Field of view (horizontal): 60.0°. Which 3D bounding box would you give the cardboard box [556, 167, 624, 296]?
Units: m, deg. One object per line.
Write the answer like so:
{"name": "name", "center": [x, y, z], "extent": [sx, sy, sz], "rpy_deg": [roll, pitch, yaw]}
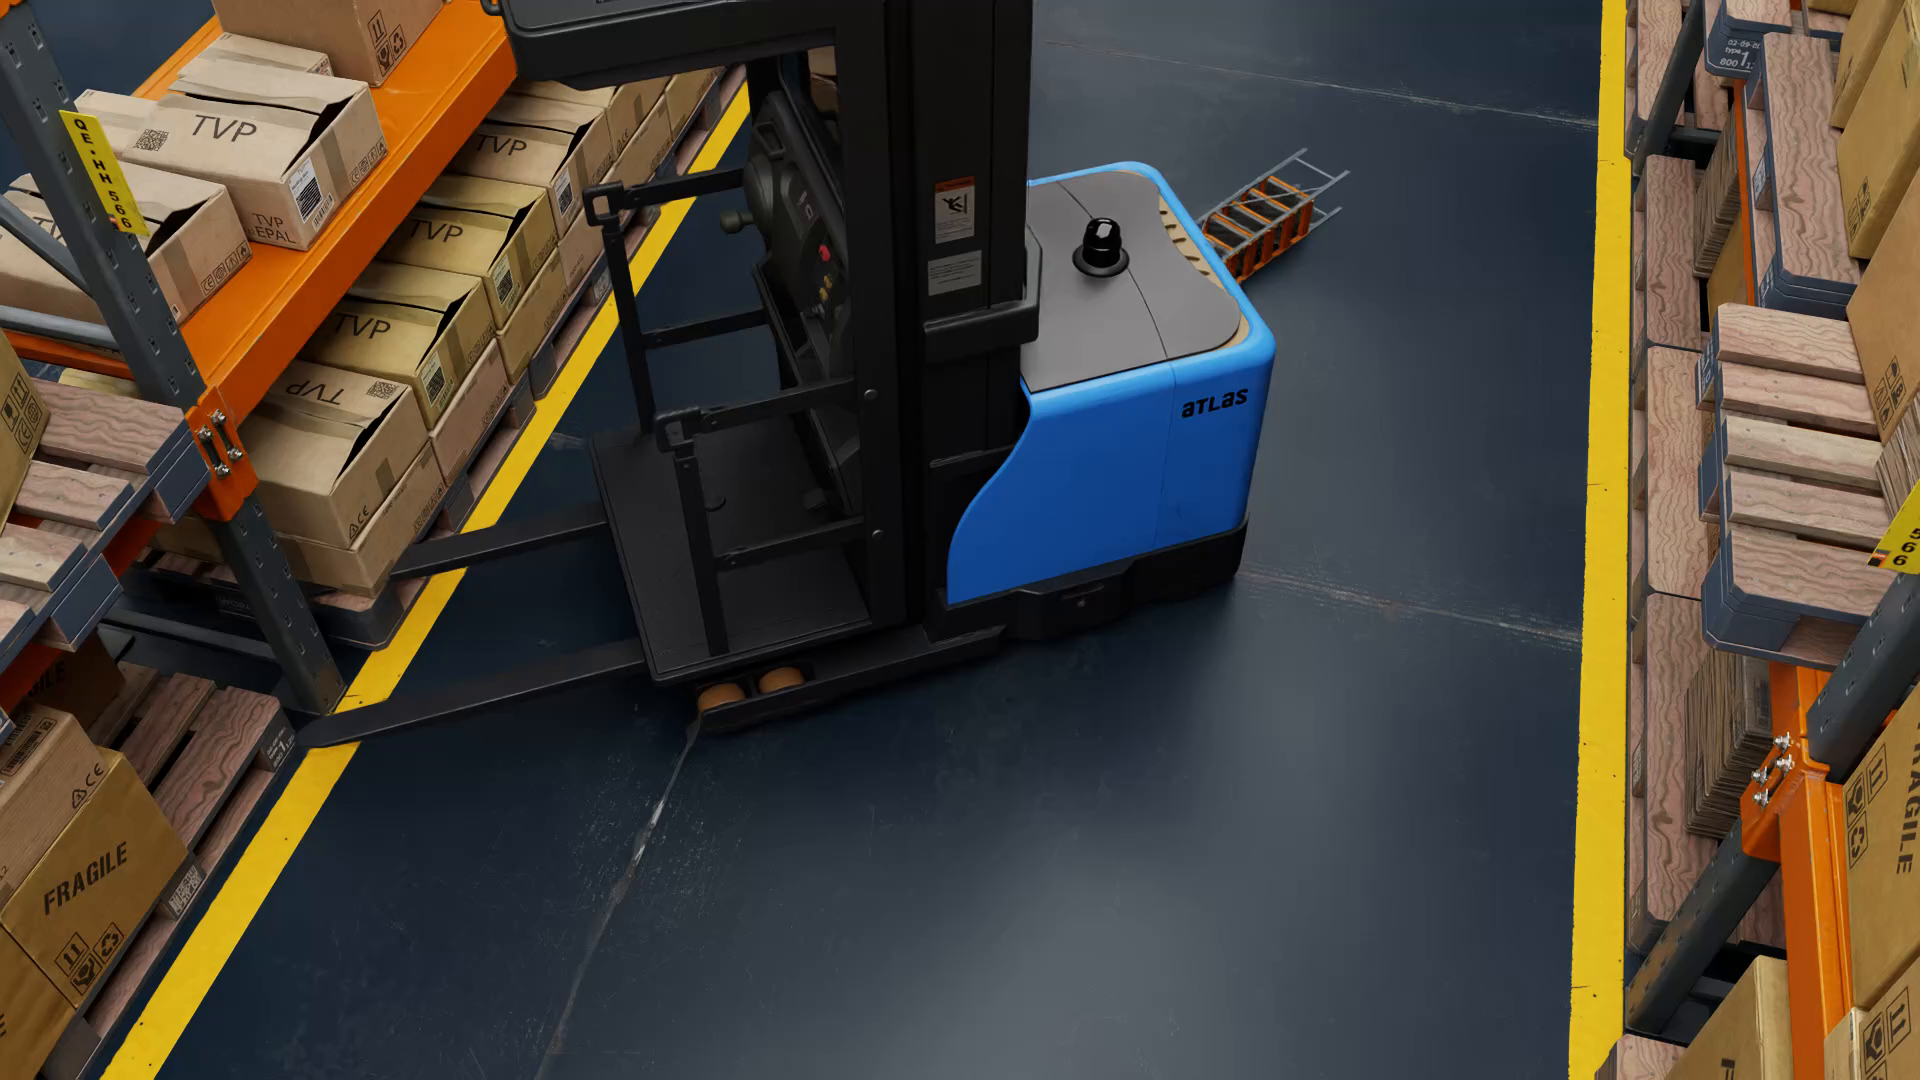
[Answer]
{"name": "cardboard box", "center": [-1.640, -1.230, 6.389], "extent": [0.500, 0.250, 0.500], "rpy_deg": [12, 50, 11]}

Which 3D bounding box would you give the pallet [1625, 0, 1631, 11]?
{"name": "pallet", "center": [3.836, -2.942, 8.206], "extent": [1.003, 0.211, 1.213], "rpy_deg": [12, 50, 10]}

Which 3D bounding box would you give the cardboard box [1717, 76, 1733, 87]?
{"name": "cardboard box", "center": [3.486, -2.088, 7.188], "extent": [0.380, 0.166, 0.250], "rpy_deg": [6, 49, 5]}

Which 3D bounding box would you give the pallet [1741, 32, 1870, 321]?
{"name": "pallet", "center": [2.803, -0.970, 4.733], "extent": [1.003, 0.211, 1.213], "rpy_deg": [12, 50, 10]}

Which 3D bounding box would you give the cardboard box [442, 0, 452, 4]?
{"name": "cardboard box", "center": [-1.894, -2.199, 5.624], "extent": [0.500, 0.500, 0.500], "rpy_deg": [12, 50, 10]}

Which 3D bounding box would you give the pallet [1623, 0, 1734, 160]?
{"name": "pallet", "center": [3.517, -2.057, 7.425], "extent": [1.003, 0.211, 1.213], "rpy_deg": [12, 50, 10]}

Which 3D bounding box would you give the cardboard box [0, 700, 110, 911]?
{"name": "cardboard box", "center": [-2.489, 0.629, 4.068], "extent": [0.500, 0.250, 0.500], "rpy_deg": [13, 50, 11]}

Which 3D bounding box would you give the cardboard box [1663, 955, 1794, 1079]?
{"name": "cardboard box", "center": [2.001, 1.485, 3.593], "extent": [0.750, 0.750, 0.750], "rpy_deg": [11, 49, 10]}

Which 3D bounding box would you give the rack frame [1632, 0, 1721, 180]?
{"name": "rack frame", "center": [3.374, -2.487, 5.944], "extent": [1.000, 3.000, 0.127], "rpy_deg": [12, 50, 10]}

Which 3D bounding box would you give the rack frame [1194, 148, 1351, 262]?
{"name": "rack frame", "center": [1.092, -1.258, 6.609], "extent": [1.200, 0.006, 0.240], "rpy_deg": [-36, 58, -28]}

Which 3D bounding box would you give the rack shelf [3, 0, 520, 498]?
{"name": "rack shelf", "center": [-1.932, -1.777, 5.798], "extent": [1.077, 0.370, 4.000], "rpy_deg": [12, 50, 10]}

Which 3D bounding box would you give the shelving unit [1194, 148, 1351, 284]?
{"name": "shelving unit", "center": [1.092, -1.198, 6.678], "extent": [1.200, 0.189, 0.258], "rpy_deg": [-36, 58, -28]}

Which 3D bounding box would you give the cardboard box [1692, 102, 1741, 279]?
{"name": "cardboard box", "center": [3.197, -1.270, 6.244], "extent": [0.700, 0.500, 0.500], "rpy_deg": [13, 50, 11]}

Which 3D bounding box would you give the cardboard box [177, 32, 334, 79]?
{"name": "cardboard box", "center": [-2.177, -1.419, 5.169], "extent": [0.380, 0.149, 0.250], "rpy_deg": [15, 50, 13]}

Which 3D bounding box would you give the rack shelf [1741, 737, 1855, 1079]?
{"name": "rack shelf", "center": [1.795, 2.091, 2.384], "extent": [1.077, 0.370, 4.000], "rpy_deg": [12, 50, 10]}

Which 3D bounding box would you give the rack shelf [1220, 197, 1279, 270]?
{"name": "rack shelf", "center": [1.146, -1.237, 6.713], "extent": [0.103, 0.180, 0.258], "rpy_deg": [-36, 58, -28]}

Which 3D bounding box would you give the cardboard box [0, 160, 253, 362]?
{"name": "cardboard box", "center": [-2.321, -0.793, 4.509], "extent": [0.500, 0.311, 0.500], "rpy_deg": [14, 50, 12]}

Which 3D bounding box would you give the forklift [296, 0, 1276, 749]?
{"name": "forklift", "center": [-0.630, -0.815, 4.514], "extent": [3.031, 2.935, 1.130], "rpy_deg": [-14, 50, -12]}

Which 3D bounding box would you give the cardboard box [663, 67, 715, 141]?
{"name": "cardboard box", "center": [-1.370, -1.968, 7.040], "extent": [0.500, 0.250, 0.500], "rpy_deg": [11, 49, 9]}

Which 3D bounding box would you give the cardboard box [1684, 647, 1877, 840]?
{"name": "cardboard box", "center": [2.461, 0.557, 4.632], "extent": [0.700, 0.500, 0.500], "rpy_deg": [12, 50, 11]}

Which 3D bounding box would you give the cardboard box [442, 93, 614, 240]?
{"name": "cardboard box", "center": [-1.636, -1.426, 6.188], "extent": [0.500, 0.311, 0.500], "rpy_deg": [11, 49, 10]}

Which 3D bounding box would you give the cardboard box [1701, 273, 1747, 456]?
{"name": "cardboard box", "center": [2.936, -0.525, 5.586], "extent": [0.700, 0.500, 0.500], "rpy_deg": [12, 50, 10]}

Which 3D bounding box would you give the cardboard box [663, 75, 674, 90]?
{"name": "cardboard box", "center": [-1.367, -2.149, 6.826], "extent": [0.500, 0.311, 0.500], "rpy_deg": [13, 50, 11]}

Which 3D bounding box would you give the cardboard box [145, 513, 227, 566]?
{"name": "cardboard box", "center": [-2.555, -0.226, 5.503], "extent": [0.500, 0.250, 0.500], "rpy_deg": [13, 50, 11]}

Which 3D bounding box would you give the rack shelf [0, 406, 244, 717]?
{"name": "rack shelf", "center": [-2.985, 1.116, 3.244], "extent": [1.077, 0.370, 4.000], "rpy_deg": [12, 50, 10]}

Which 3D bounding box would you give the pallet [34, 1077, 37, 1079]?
{"name": "pallet", "center": [-3.015, 1.767, 4.050], "extent": [1.003, 0.211, 1.213], "rpy_deg": [12, 50, 10]}

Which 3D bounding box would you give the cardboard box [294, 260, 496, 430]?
{"name": "cardboard box", "center": [-1.907, -0.686, 5.534], "extent": [0.500, 0.311, 0.500], "rpy_deg": [10, 49, 9]}

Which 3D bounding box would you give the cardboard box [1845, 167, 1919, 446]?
{"name": "cardboard box", "center": [2.556, -0.524, 3.852], "extent": [0.700, 0.500, 0.500], "rpy_deg": [7, 49, 6]}

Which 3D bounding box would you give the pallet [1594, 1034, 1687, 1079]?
{"name": "pallet", "center": [2.041, 1.885, 3.946], "extent": [1.003, 0.211, 1.213], "rpy_deg": [12, 50, 10]}

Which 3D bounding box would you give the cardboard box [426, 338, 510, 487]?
{"name": "cardboard box", "center": [-1.906, -0.482, 5.729], "extent": [0.500, 0.250, 0.500], "rpy_deg": [10, 49, 9]}

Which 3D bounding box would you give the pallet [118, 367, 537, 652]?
{"name": "pallet", "center": [-2.204, -0.233, 5.815], "extent": [1.003, 0.211, 1.213], "rpy_deg": [12, 50, 10]}

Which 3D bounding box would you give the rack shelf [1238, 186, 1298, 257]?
{"name": "rack shelf", "center": [1.232, -1.300, 6.769], "extent": [0.103, 0.180, 0.258], "rpy_deg": [-36, 58, -28]}

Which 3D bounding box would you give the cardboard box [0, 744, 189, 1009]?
{"name": "cardboard box", "center": [-2.478, 0.836, 4.385], "extent": [0.500, 0.500, 0.500], "rpy_deg": [13, 50, 12]}

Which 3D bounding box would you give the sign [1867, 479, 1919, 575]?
{"name": "sign", "center": [1.795, -0.051, 3.075], "extent": [0.100, 0.325, 0.005], "rpy_deg": [12, 50, 10]}

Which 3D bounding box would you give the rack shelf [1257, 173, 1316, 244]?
{"name": "rack shelf", "center": [1.317, -1.363, 6.824], "extent": [0.103, 0.180, 0.258], "rpy_deg": [-36, 58, -28]}

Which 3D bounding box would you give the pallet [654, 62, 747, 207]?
{"name": "pallet", "center": [-1.562, -1.998, 7.373], "extent": [1.003, 0.211, 1.213], "rpy_deg": [12, 50, 10]}

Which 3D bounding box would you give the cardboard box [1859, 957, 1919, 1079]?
{"name": "cardboard box", "center": [1.800, 0.946, 2.636], "extent": [0.500, 0.500, 0.500], "rpy_deg": [13, 50, 11]}

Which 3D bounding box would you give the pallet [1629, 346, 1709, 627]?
{"name": "pallet", "center": [2.852, -0.115, 5.711], "extent": [1.003, 0.211, 1.213], "rpy_deg": [12, 50, 10]}

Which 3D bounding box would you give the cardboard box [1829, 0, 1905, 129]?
{"name": "cardboard box", "center": [2.910, -1.419, 4.642], "extent": [0.700, 0.500, 0.500], "rpy_deg": [18, 51, 15]}
